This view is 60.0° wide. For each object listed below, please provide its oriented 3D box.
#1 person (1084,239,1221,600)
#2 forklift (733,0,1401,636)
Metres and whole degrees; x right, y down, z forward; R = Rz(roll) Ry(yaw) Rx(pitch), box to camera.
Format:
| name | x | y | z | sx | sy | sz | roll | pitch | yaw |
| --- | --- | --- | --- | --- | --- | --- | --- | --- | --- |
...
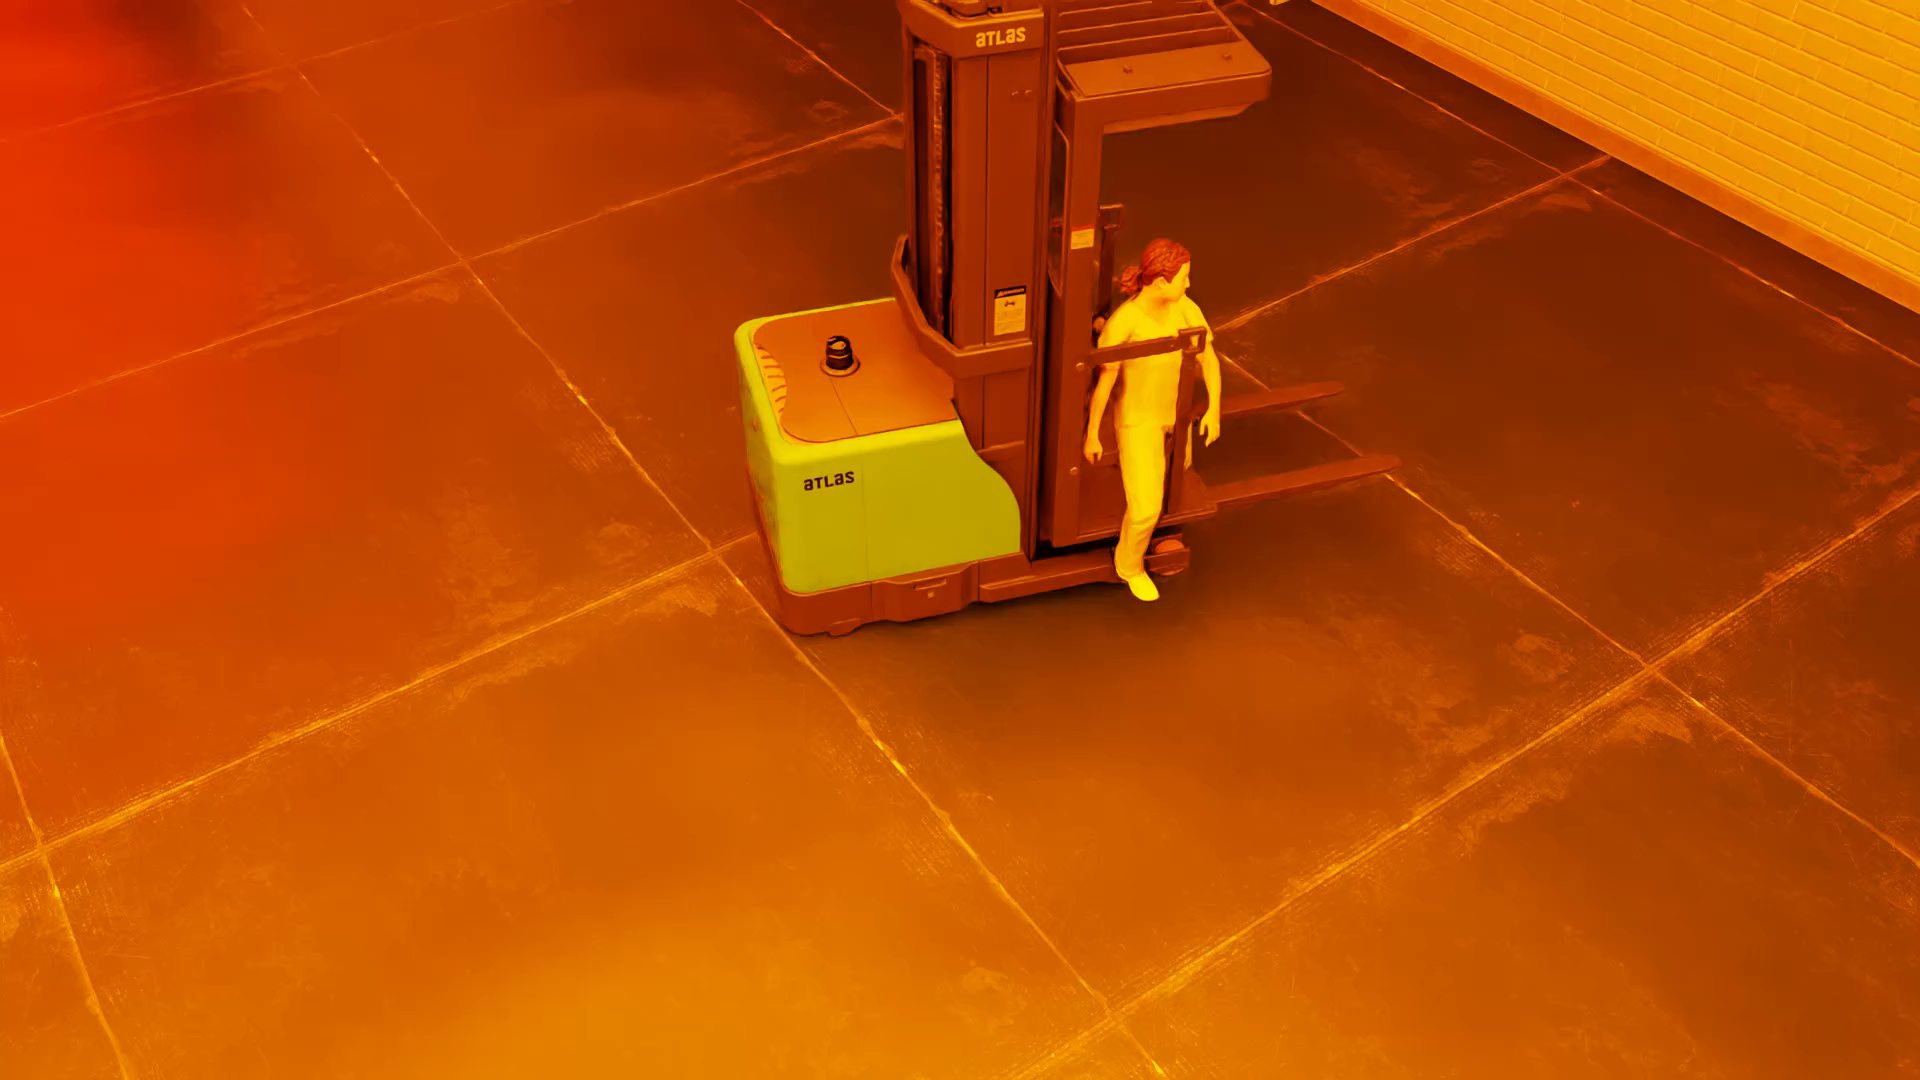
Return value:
| name | x | y | z | sx | sy | sz | roll | pitch | yaw |
| --- | --- | --- | --- | --- | --- | --- | --- | --- | --- |
| person | 0.785 | -0.528 | 7.151 | 0.637 | 1.574 | 0.783 | -31 | 51 | -29 |
| forklift | 0.562 | -1.214 | 7.033 | 3.031 | 2.935 | 1.130 | -11 | 44 | -12 |
